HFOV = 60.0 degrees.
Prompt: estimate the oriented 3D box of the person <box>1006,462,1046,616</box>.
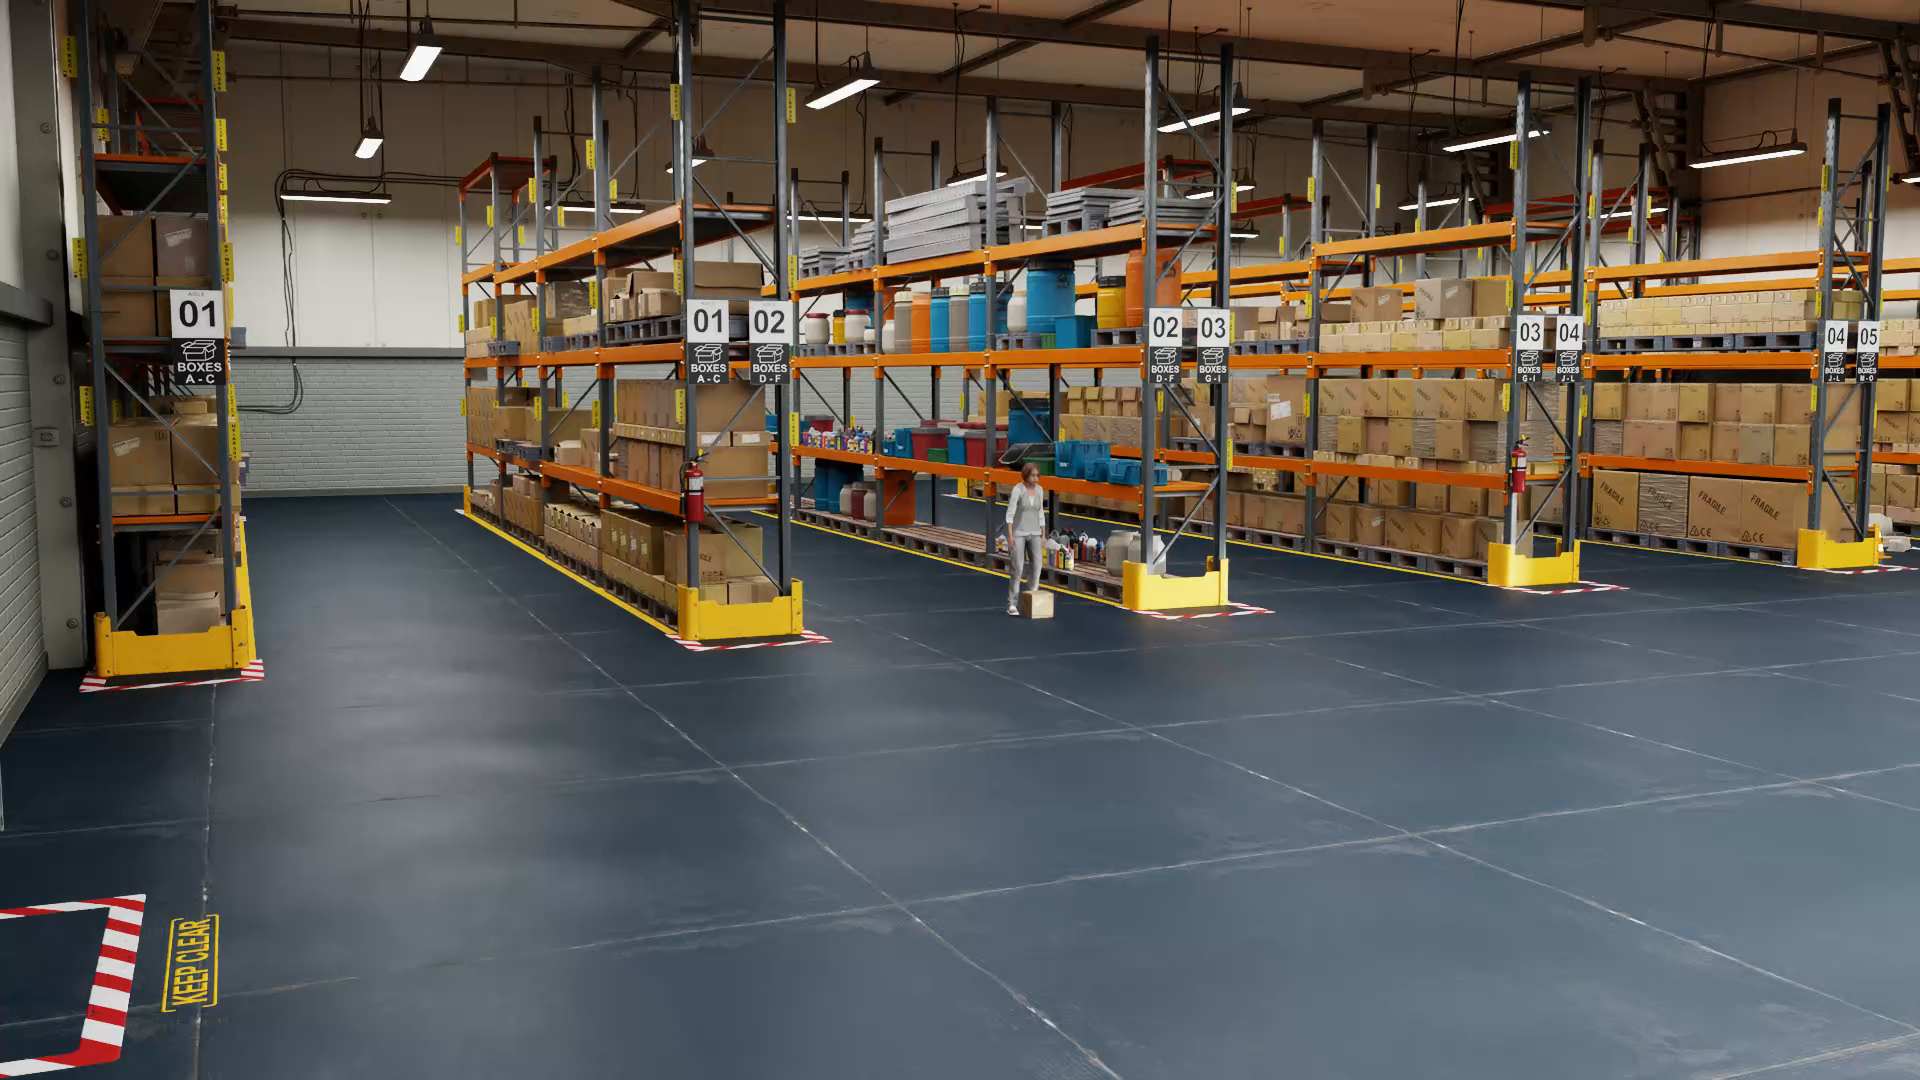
[{"bbox_3d":[0.694,-0.013,17.413,0.469,1.580,0.349,-3,6,-26],"label":"person"}]
